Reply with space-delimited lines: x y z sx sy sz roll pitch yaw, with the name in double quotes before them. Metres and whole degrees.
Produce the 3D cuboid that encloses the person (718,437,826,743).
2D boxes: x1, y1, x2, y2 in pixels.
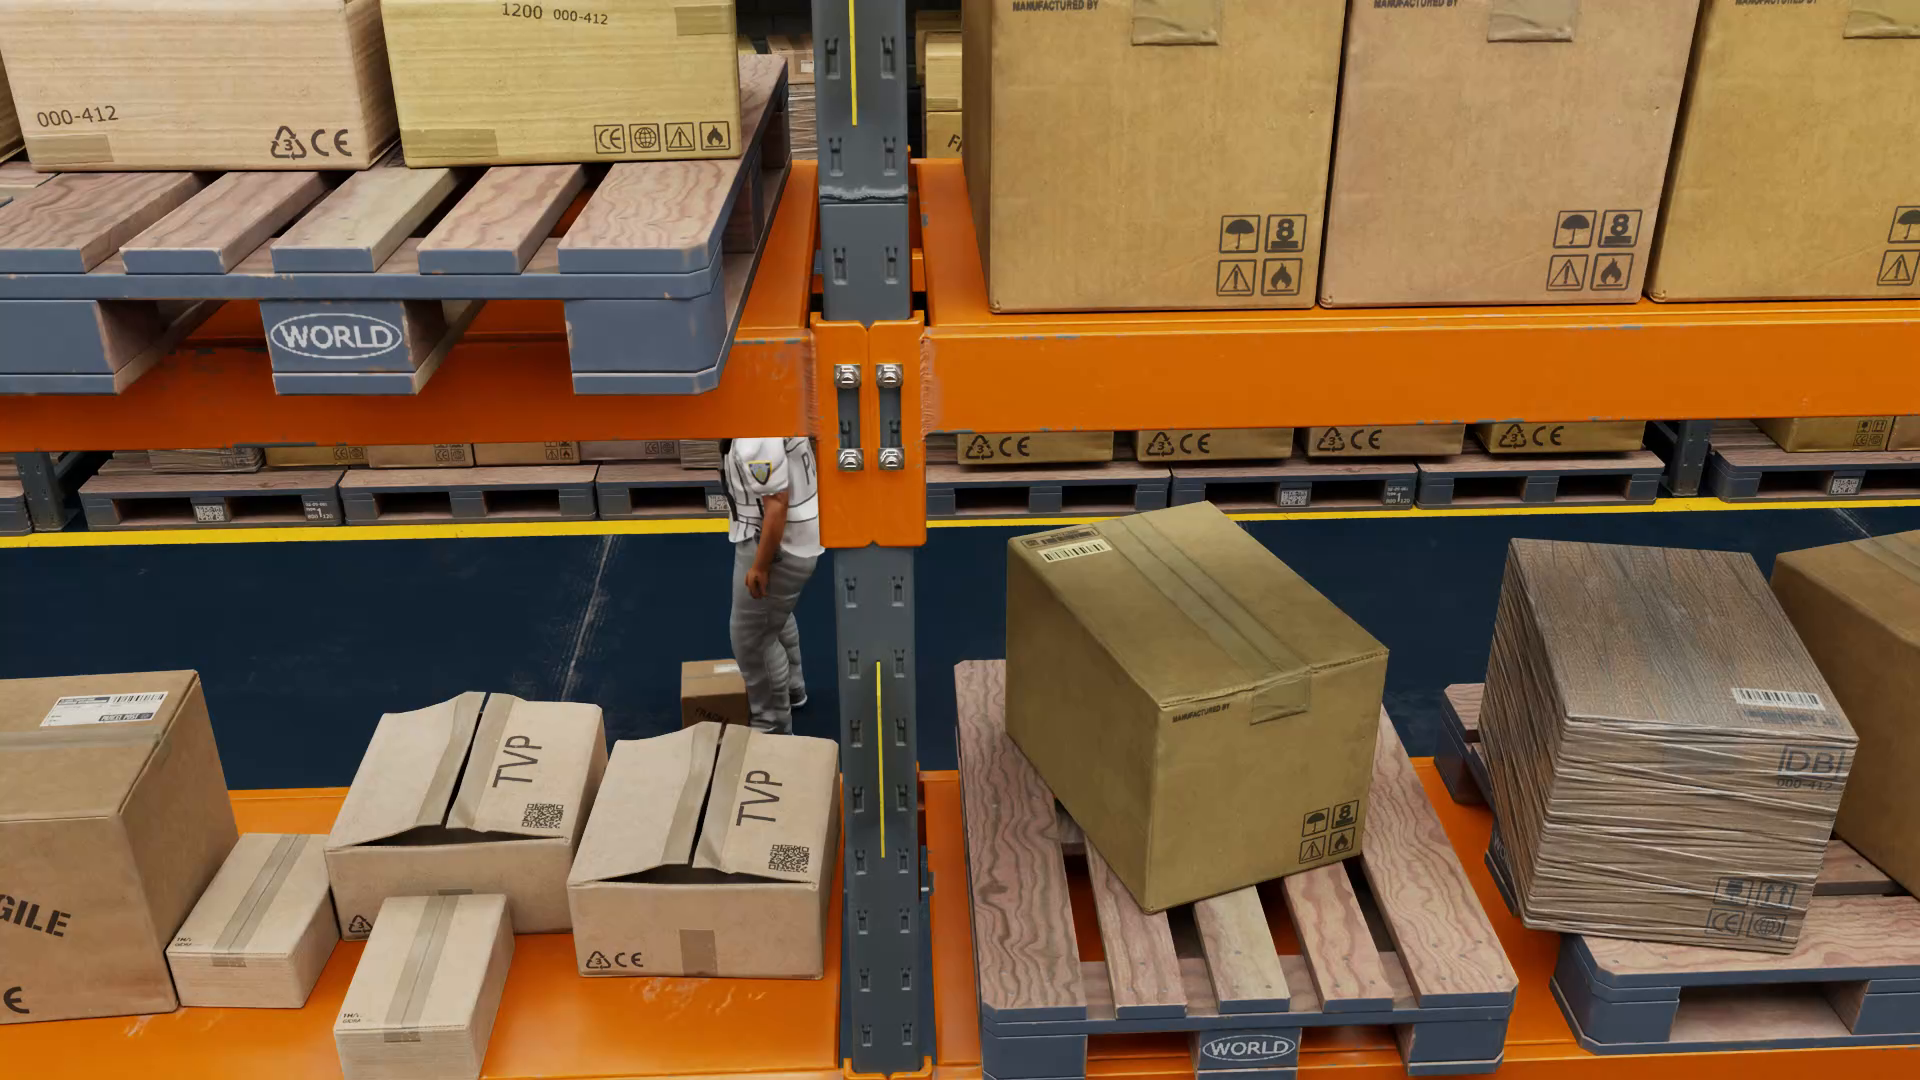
"person" -0.727 0.000 6.114 0.465 1.665 0.541 -2 28 -4
